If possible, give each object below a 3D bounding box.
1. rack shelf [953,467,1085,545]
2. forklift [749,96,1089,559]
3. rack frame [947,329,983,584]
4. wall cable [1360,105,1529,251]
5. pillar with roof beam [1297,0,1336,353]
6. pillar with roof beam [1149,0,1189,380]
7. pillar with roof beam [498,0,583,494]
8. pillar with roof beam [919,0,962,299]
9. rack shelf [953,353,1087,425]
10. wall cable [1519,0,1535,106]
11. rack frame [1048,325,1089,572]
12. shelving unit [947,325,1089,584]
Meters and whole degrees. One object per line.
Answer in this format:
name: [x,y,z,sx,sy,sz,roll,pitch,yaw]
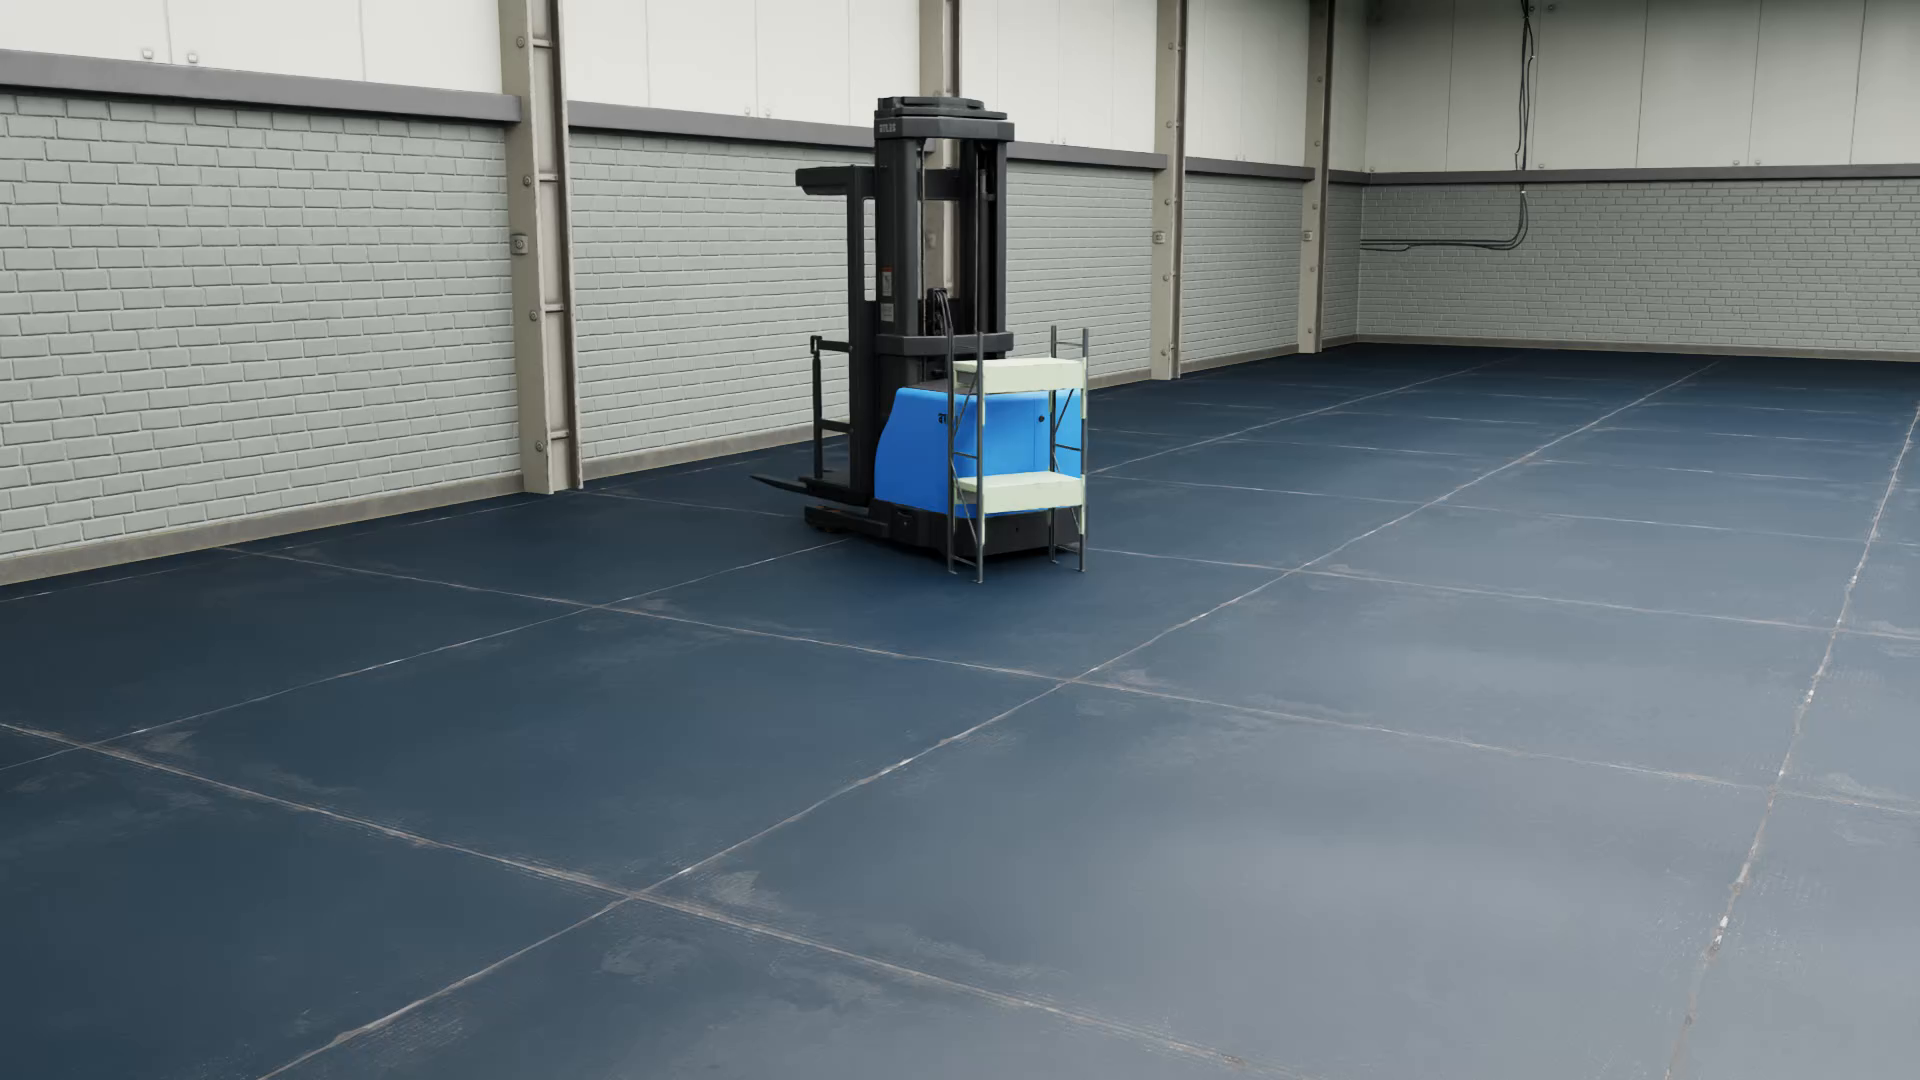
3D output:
rack shelf: [0.351,-0.218,10.228,0.720,0.370,0.431,-6,12,-28]
forklift: [-0.444,-1.537,11.615,1.130,2.935,3.031,-8,13,-37]
rack frame: [0.030,-0.506,9.995,0.023,1.500,0.400,-6,12,-28]
wall cable: [8.683,-6.476,29.944,3.097,2.526,0.112,6,12,31]
pillar with roof beam: [9.703,-7.254,25.661,9.100,9.000,0.400,6,12,31]
pillar with roof beam: [6.588,-6.310,20.621,9.100,9.000,0.400,6,12,31]
pillar with roof beam: [0.357,-4.423,10.540,9.100,9.000,0.400,6,12,31]
pillar with roof beam: [3.473,-5.367,15.580,9.100,9.000,0.400,6,12,31]
rack shelf: [0.351,-0.922,10.096,0.720,0.370,0.431,-6,12,-28]
wall cable: [10.995,-8.700,28.099,3.097,2.526,0.112,6,12,31]
rack frame: [0.672,-0.570,10.341,0.023,1.500,0.400,-6,12,-28]
shelving unit: [0.351,-0.538,10.168,0.755,1.500,0.431,-6,12,-28]
